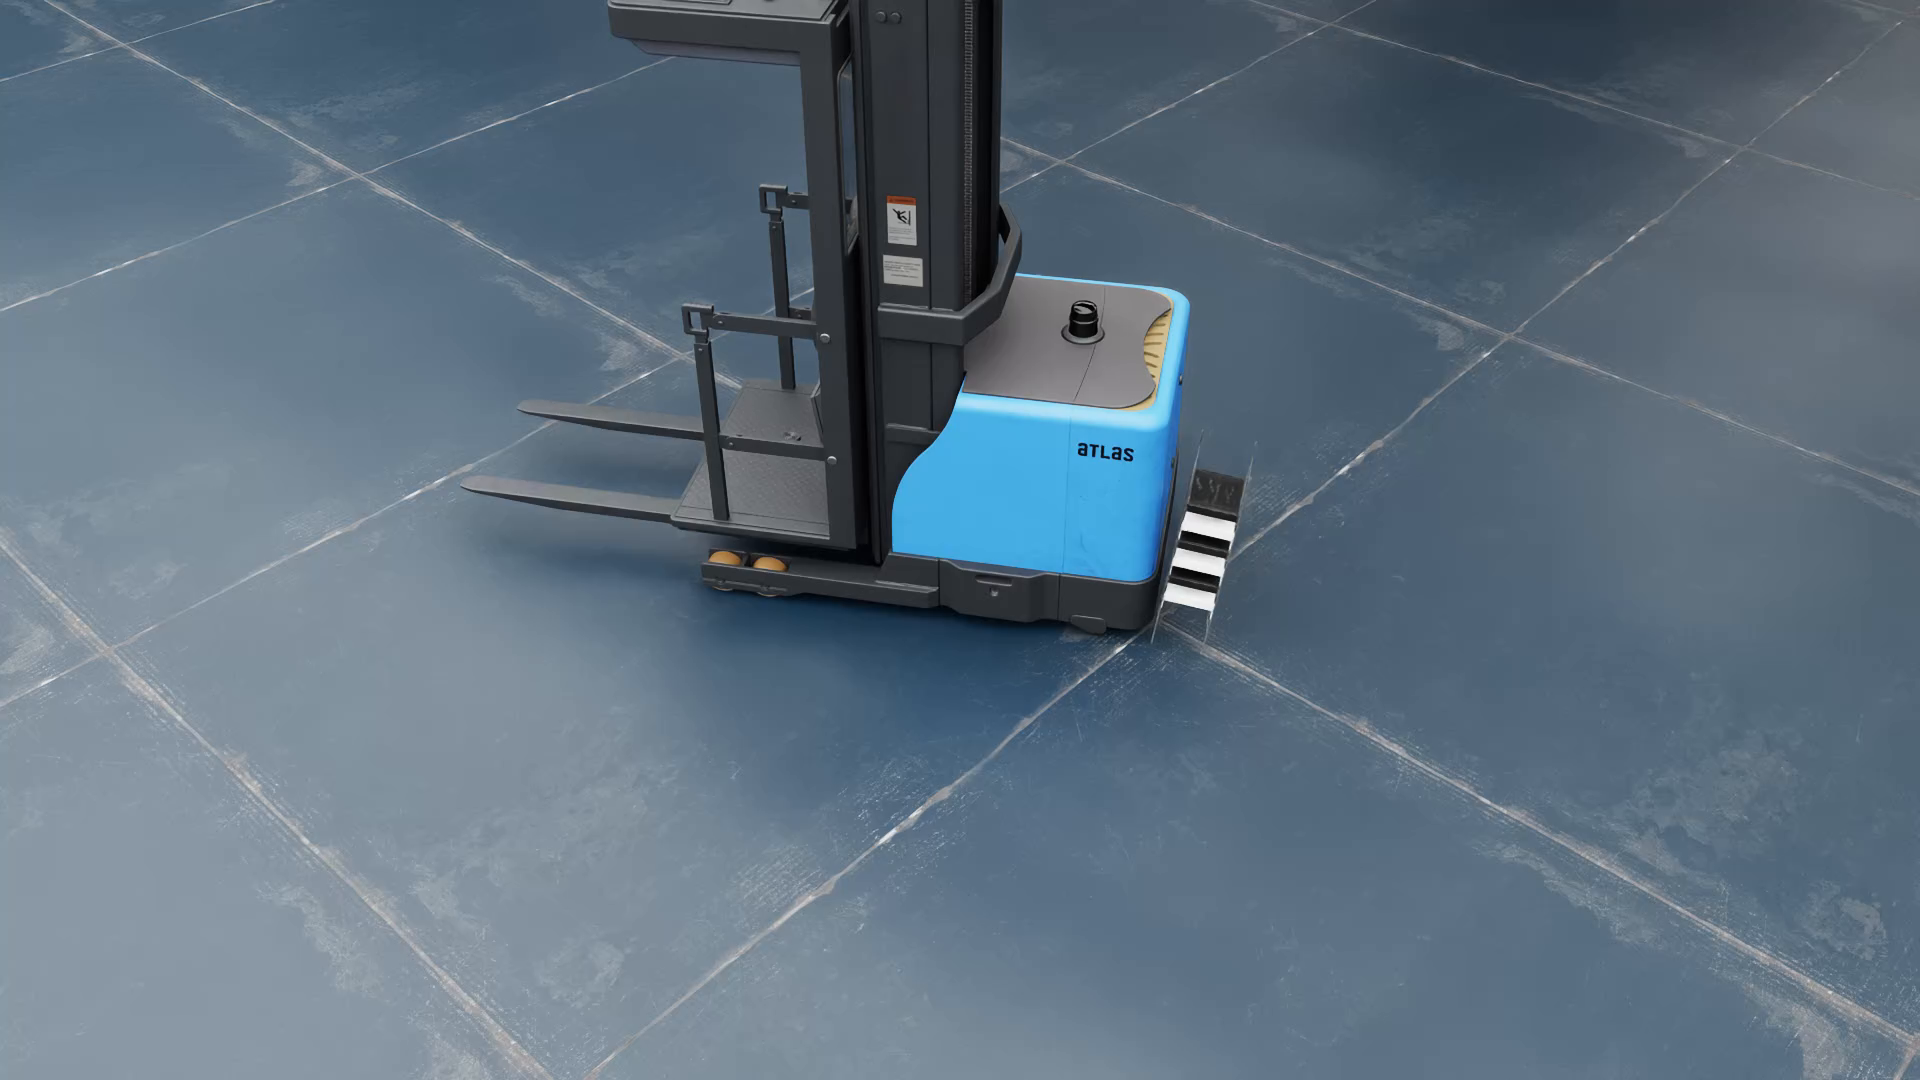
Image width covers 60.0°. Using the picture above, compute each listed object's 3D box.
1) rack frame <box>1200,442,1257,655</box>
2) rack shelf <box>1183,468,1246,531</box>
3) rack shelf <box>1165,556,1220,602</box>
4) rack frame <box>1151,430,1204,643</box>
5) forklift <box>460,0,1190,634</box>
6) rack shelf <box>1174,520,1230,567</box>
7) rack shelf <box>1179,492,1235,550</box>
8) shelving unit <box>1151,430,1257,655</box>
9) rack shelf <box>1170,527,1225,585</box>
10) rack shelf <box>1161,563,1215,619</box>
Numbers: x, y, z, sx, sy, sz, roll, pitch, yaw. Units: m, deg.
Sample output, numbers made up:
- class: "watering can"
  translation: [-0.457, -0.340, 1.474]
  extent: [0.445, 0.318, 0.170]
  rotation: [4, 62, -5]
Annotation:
- class: "rack frame"
  translation: [1.043, 0.045, 6.473]
  extent: [0.006, 0.900, 0.240]
  rotation: [13, 40, 6]
- class: "rack shelf"
  translation: [0.971, -0.158, 6.333]
  extent: [0.200, 0.077, 0.258]
  rotation: [13, 40, 6]
- class: "rack shelf"
  translation: [0.932, 0.116, 6.563]
  extent: [0.200, 0.077, 0.258]
  rotation: [13, 40, 6]
- class: "rack frame"
  translation: [0.847, -0.001, 6.495]
  extent: [0.006, 0.900, 0.240]
  rotation: [13, 40, 6]
- class: "forklift"
  translation: [-0.614, -1.224, 6.435]
  extent: [3.031, 2.935, 1.130]
  rotation: [7, 39, 9]
- class: "rack shelf"
  translation: [0.951, -0.021, 6.448]
  extent: [0.200, 0.077, 0.258]
  rotation: [13, 40, 6]
- class: "rack shelf"
  translation: [0.961, -0.090, 6.391]
  extent: [0.200, 0.077, 0.258]
  rotation: [13, 40, 6]
- class: "shelving unit"
  translation: [0.945, 0.022, 6.484]
  extent: [0.210, 0.900, 0.258]
  rotation: [13, 40, 6]
- class: "rack shelf"
  translation: [0.941, 0.047, 6.505]
  extent: [0.200, 0.077, 0.258]
  rotation: [13, 40, 6]
- class: "rack shelf"
  translation: [0.922, 0.184, 6.620]
  extent: [0.200, 0.077, 0.258]
  rotation: [13, 40, 6]
